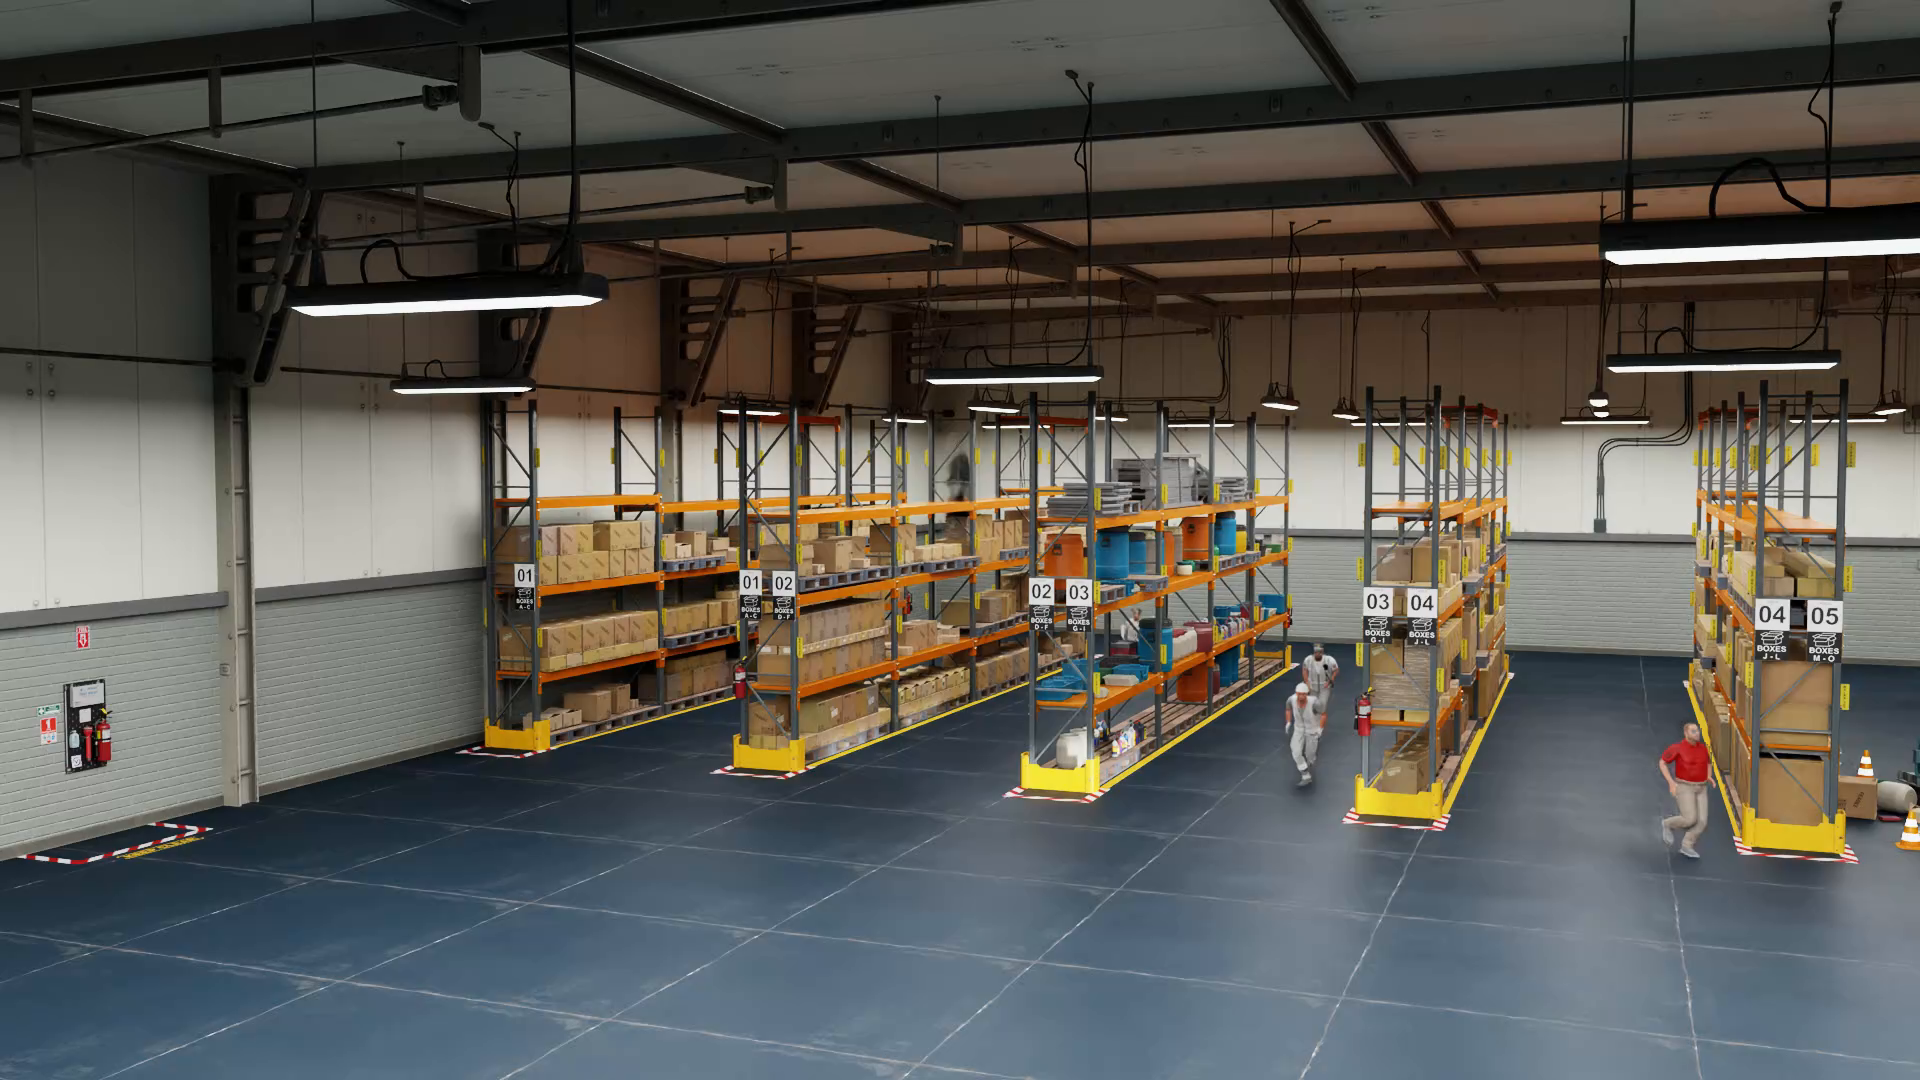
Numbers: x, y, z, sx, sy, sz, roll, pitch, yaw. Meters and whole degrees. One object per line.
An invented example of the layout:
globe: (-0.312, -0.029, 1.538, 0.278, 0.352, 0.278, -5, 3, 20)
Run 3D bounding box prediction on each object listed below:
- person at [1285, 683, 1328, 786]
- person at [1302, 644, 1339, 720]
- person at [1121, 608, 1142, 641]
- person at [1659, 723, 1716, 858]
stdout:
person: (5.348, 2.953, 25.579, 0.663, 1.618, 1.090, 1, 3, 25)
person: (6.547, 2.694, 30.176, 0.663, 1.715, 0.861, 1, 3, 17)
person: (3.937, 2.344, 37.603, 0.654, 1.647, 0.629, 1, 3, 16)
person: (9.186, 3.144, 20.928, 0.677, 1.668, 0.604, -1, 3, -14)
